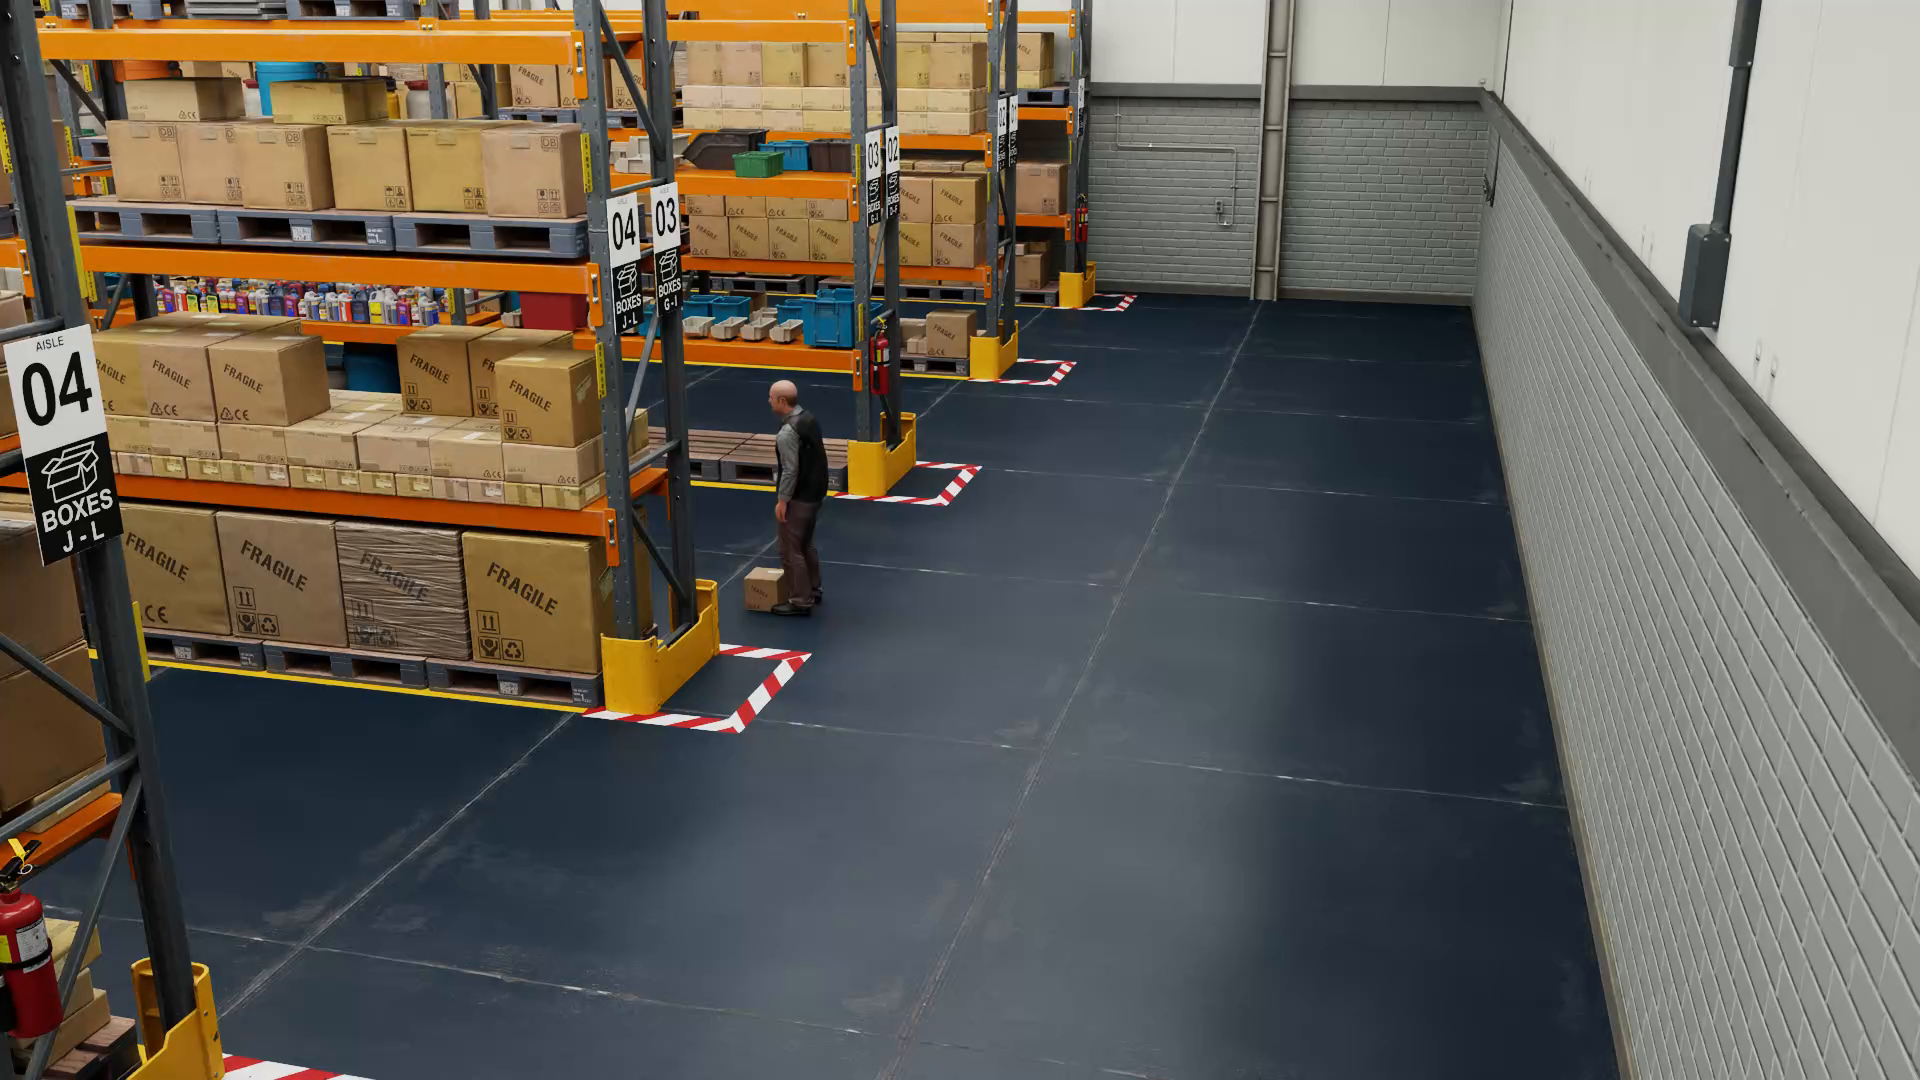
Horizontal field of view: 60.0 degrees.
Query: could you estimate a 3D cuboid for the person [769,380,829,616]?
[{"bbox_3d":[-1.160,-0.313,12.051,0.412,1.721,0.574,4,19,13],"label":"person"}]
